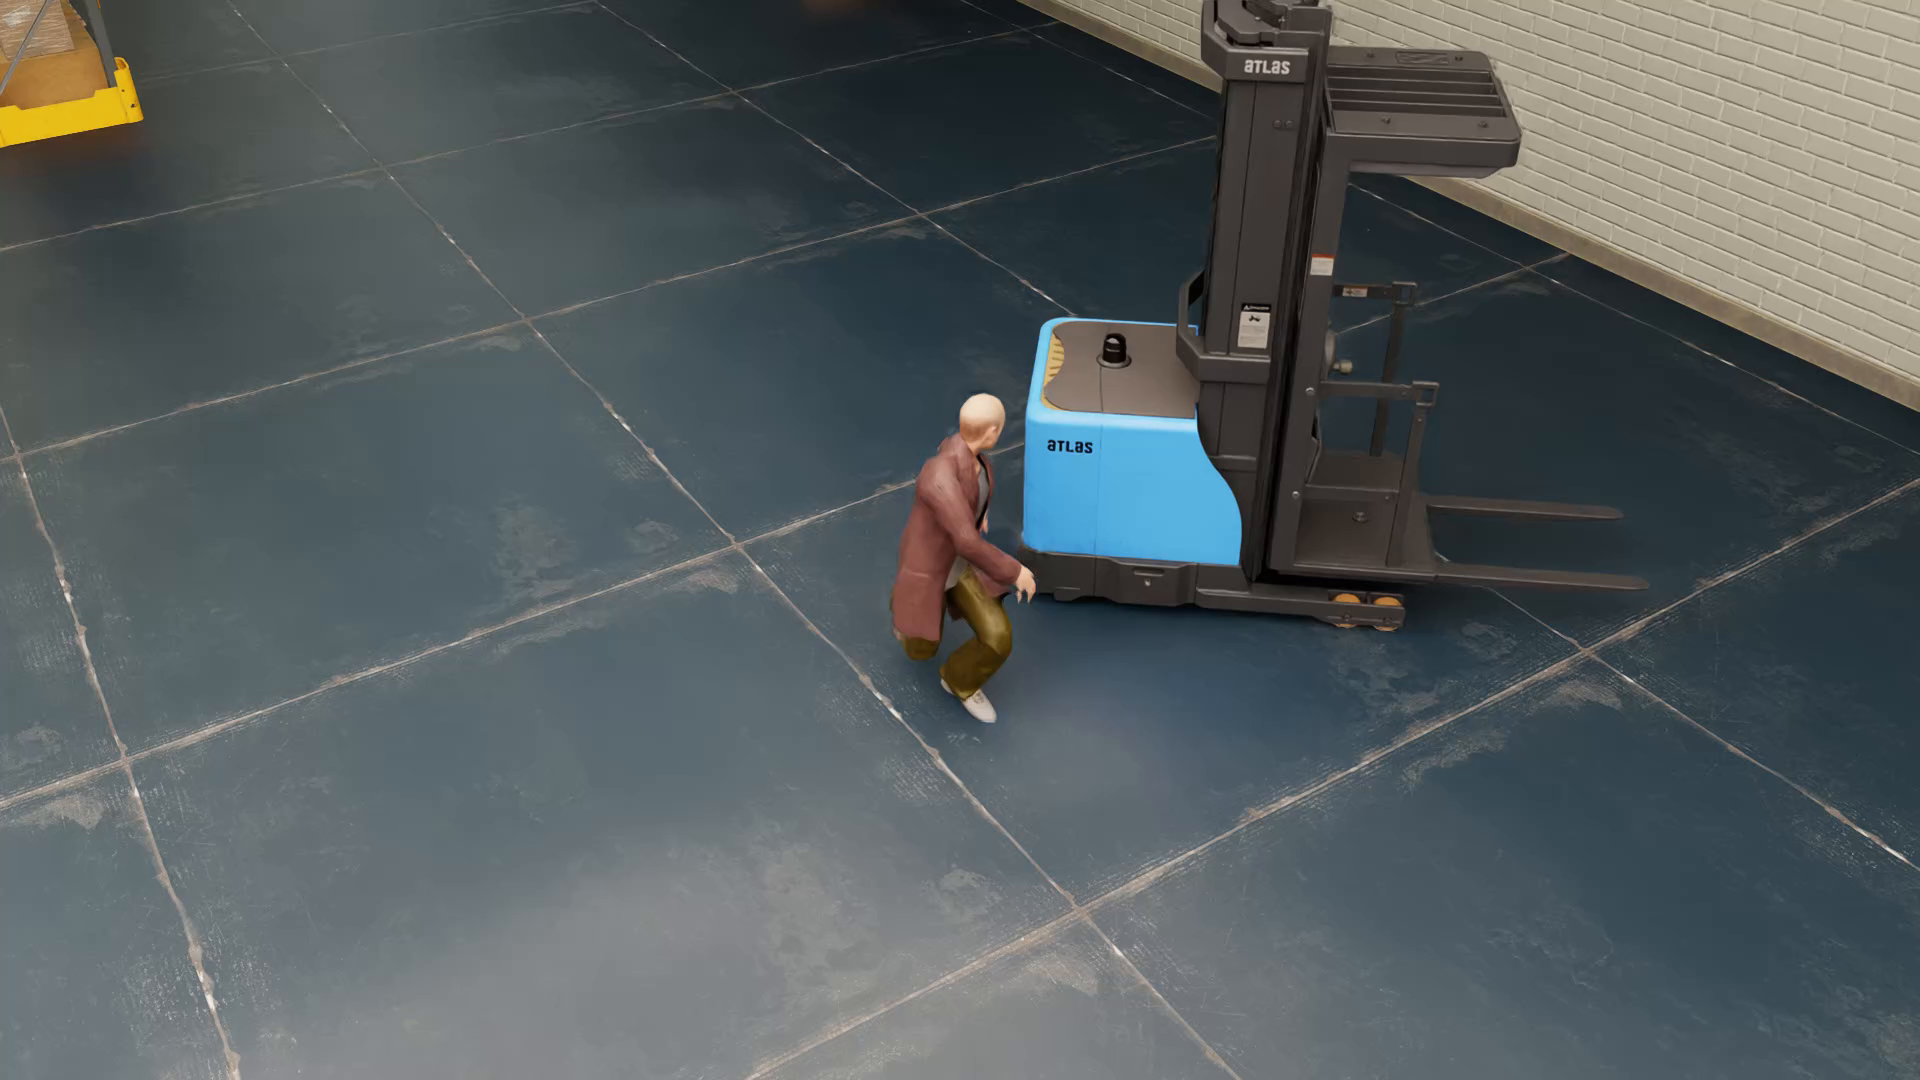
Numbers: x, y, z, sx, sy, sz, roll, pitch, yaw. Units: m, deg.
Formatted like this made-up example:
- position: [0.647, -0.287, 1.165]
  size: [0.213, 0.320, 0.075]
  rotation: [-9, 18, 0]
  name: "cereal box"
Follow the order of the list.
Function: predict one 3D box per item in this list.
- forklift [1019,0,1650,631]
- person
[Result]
- position: [1.849, -1.082, 7.688]
  size: [3.031, 2.935, 1.130]
  rotation: [4, 35, 6]
  name: "forklift"
- position: [-0.023, 0.032, 7.358]
  size: [0.699, 1.548, 0.928]
  rotation: [-27, 43, -32]
  name: "person"
